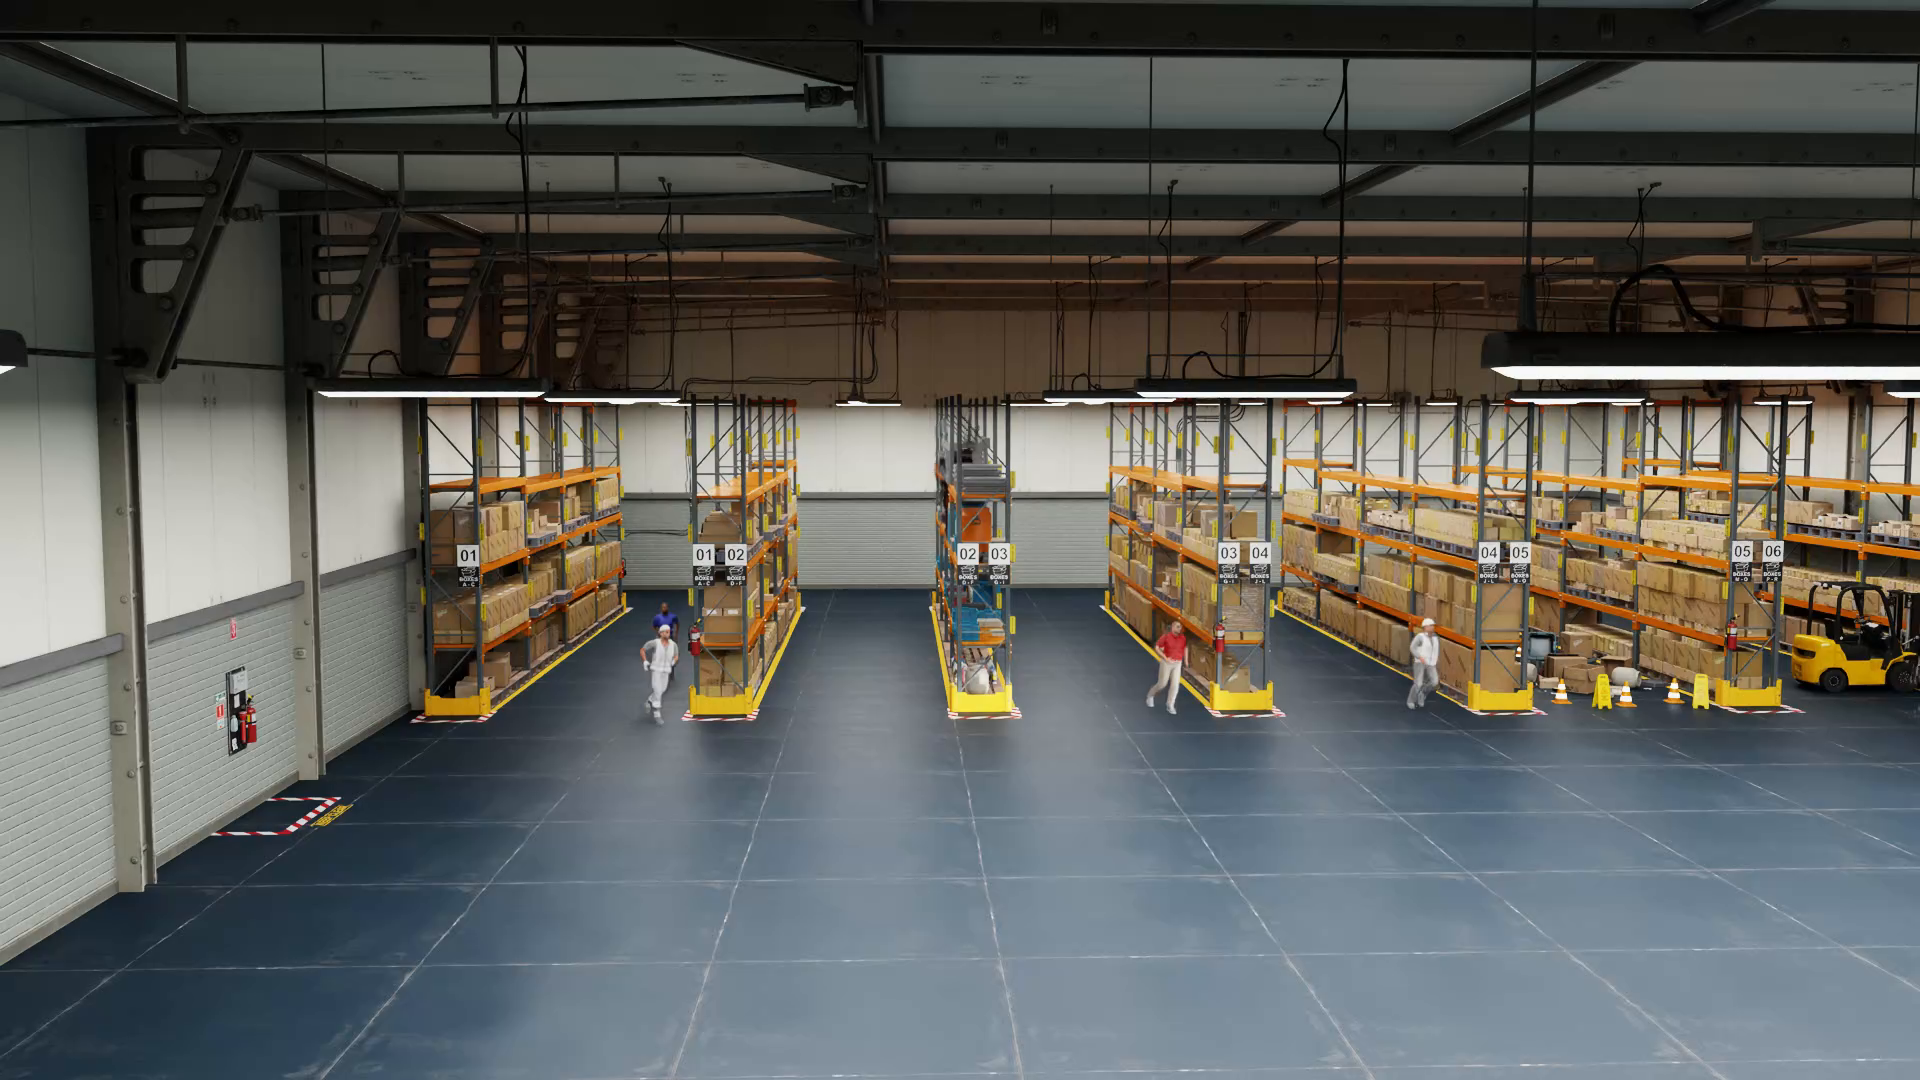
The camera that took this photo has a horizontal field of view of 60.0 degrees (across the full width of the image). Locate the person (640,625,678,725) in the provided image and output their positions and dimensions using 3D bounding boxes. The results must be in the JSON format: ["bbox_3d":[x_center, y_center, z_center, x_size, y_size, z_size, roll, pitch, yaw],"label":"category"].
[{"bbox_3d":[-5.492,2.430,30.556,0.701,1.760,0.966,-3,6,-37],"label":"person"}]

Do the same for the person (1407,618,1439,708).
[{"bbox_3d":[8.937,2.359,31.805,0.712,1.720,0.584,-1,5,-17],"label":"person"}]

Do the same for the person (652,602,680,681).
[{"bbox_3d":[-6.224,2.152,35.144,0.572,1.683,0.697,-1,5,-6],"label":"person"}]

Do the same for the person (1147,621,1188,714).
[{"bbox_3d":[4.027,2.393,31.602,0.750,1.707,0.847,-2,5,-21],"label":"person"}]
